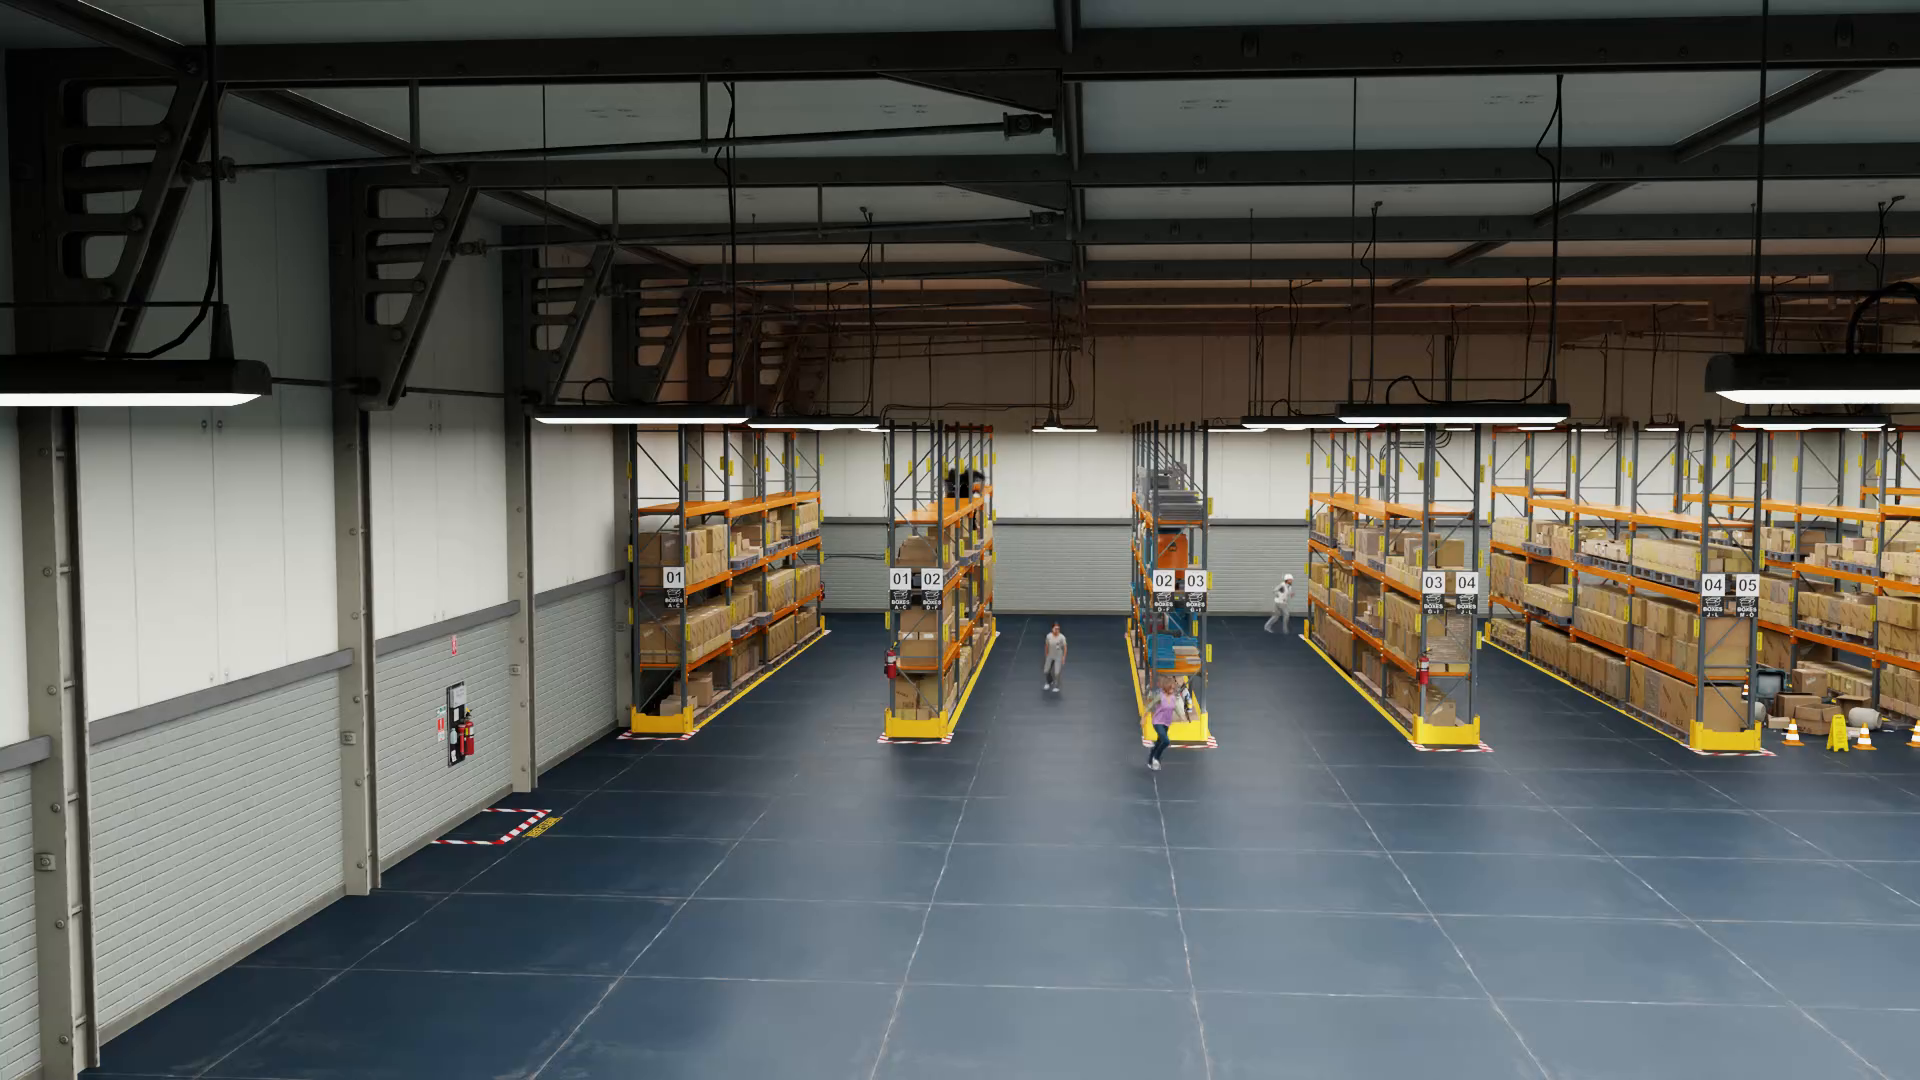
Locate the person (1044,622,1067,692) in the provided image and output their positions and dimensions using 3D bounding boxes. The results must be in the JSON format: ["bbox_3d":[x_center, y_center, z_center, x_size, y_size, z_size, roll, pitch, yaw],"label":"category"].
[{"bbox_3d":[2.110,2.587,36.808,0.561,1.578,0.619,1,4,14],"label":"person"}]

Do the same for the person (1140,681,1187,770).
[{"bbox_3d":[3.482,3.157,28.269,0.521,1.555,0.760,-3,5,-38],"label":"person"}]

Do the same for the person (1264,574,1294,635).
[{"bbox_3d":[9.241,1.837,48.000,0.841,1.716,0.630,2,4,23],"label":"person"}]

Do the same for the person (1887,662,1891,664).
[{"bbox_3d":[21.330,2.427,38.349,0.575,1.714,0.856,0,4,5],"label":"person"}]
